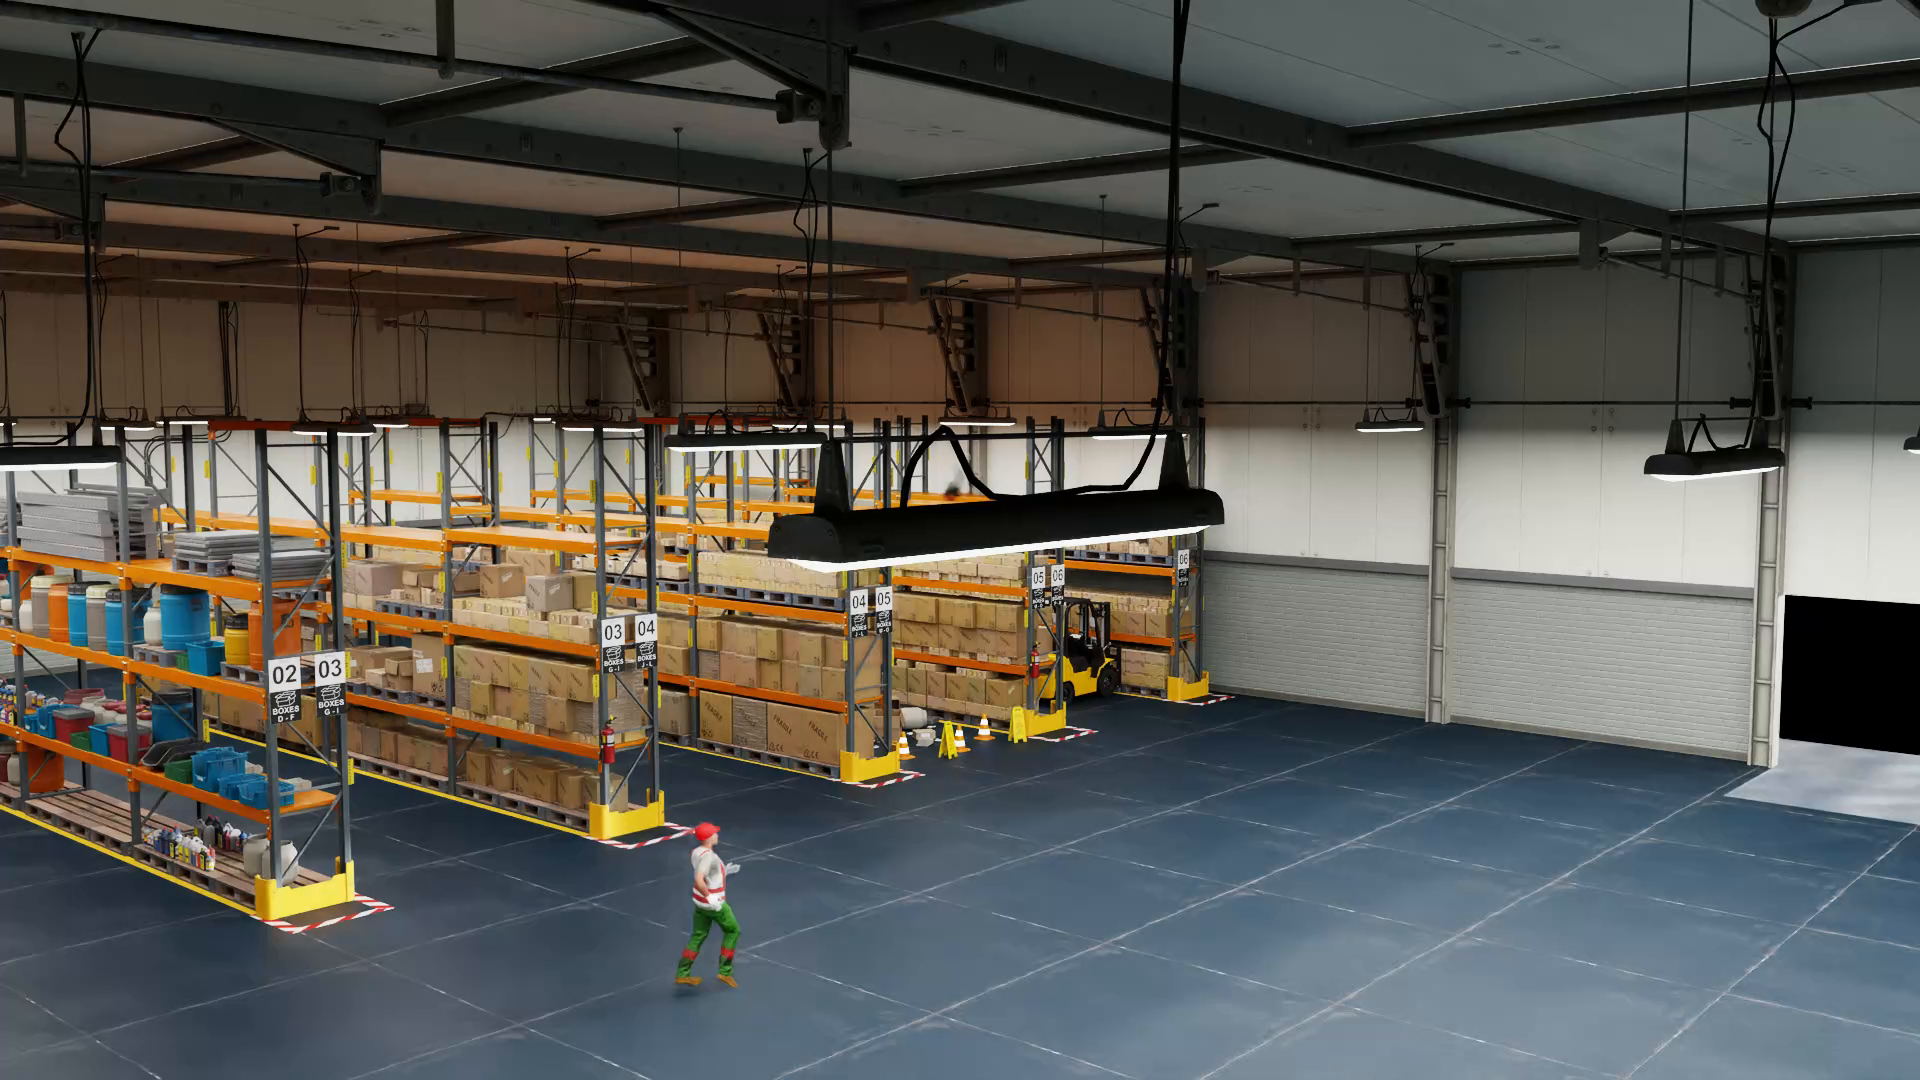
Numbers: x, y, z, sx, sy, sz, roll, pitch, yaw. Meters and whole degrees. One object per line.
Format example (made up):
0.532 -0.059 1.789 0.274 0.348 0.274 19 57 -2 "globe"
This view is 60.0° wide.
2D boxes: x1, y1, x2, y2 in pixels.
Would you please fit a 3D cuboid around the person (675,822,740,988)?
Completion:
-2.688 3.950 17.893 0.774 1.845 0.643 -3 6 -35 "person"
